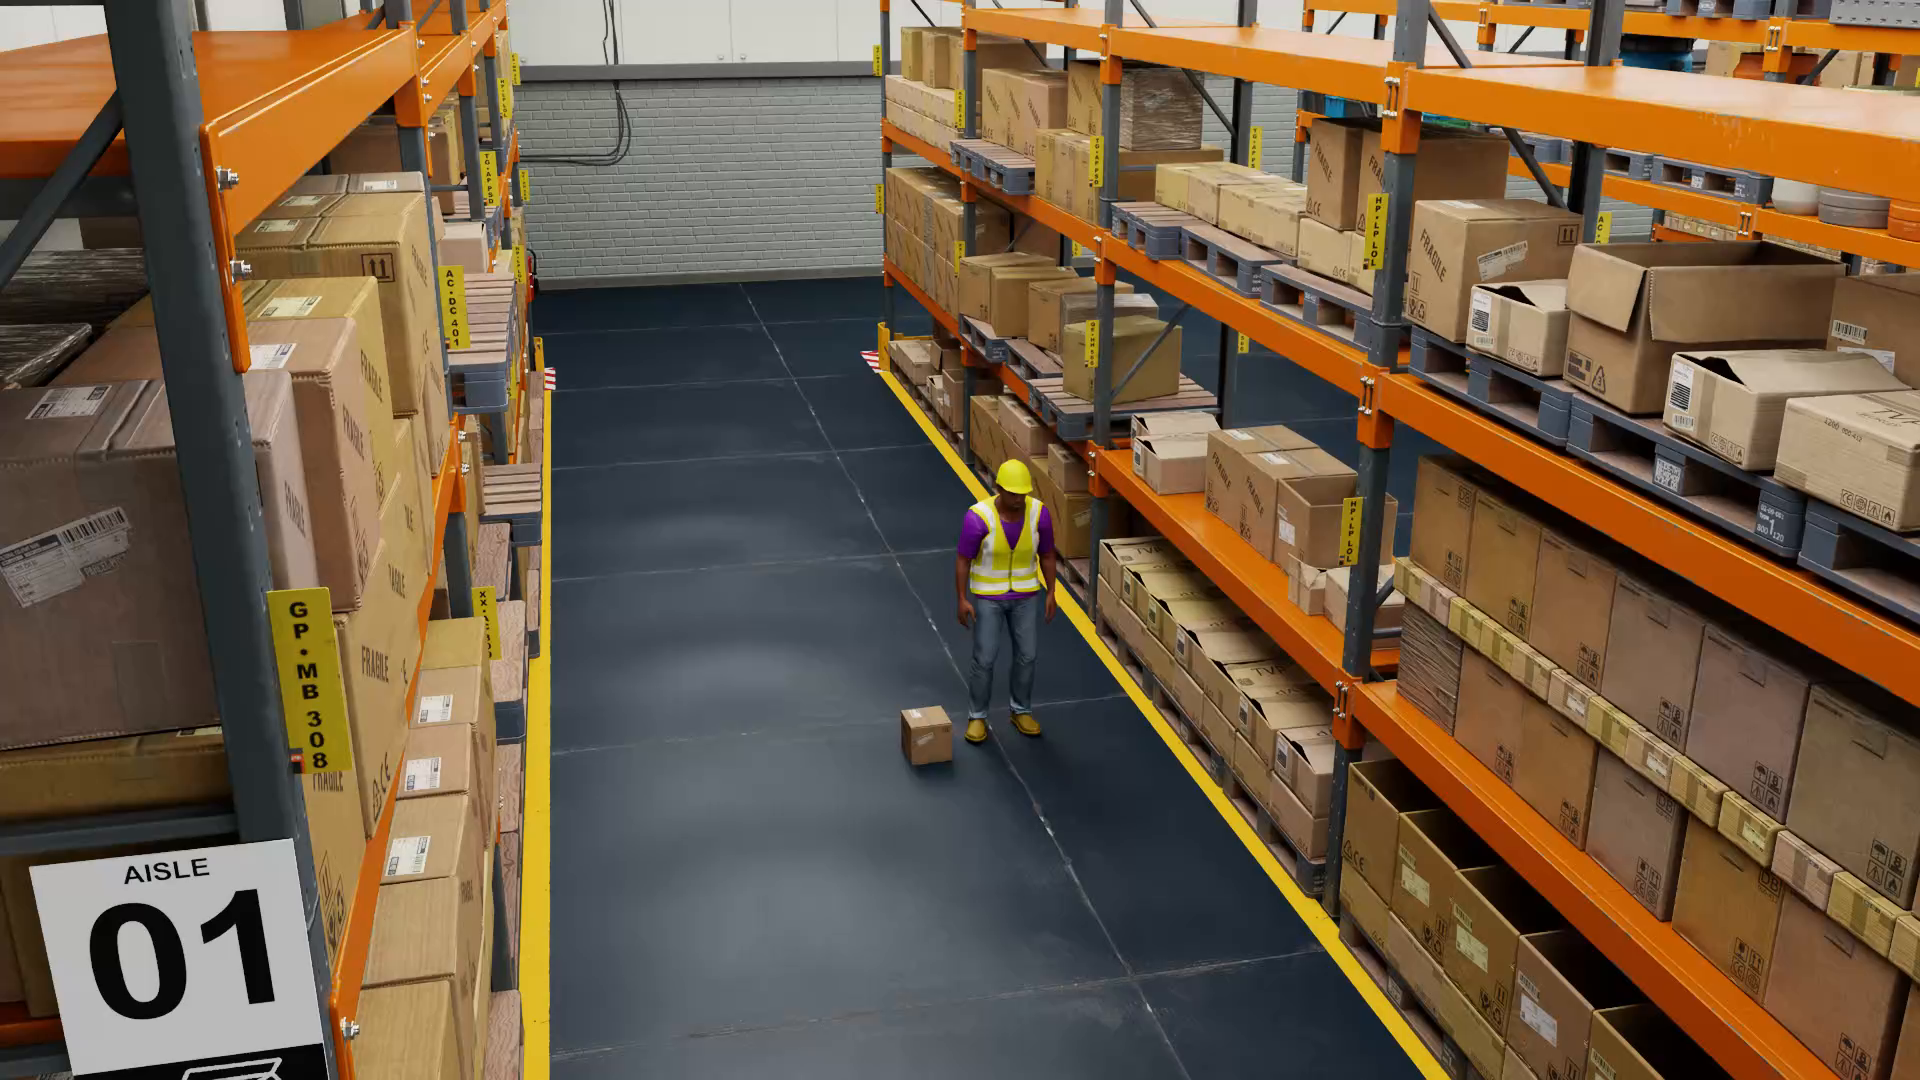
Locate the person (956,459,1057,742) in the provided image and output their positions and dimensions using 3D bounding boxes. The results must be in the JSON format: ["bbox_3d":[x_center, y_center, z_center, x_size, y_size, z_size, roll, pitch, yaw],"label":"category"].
[{"bbox_3d":[0.284,0.348,10.058,0.627,1.761,0.456,-4,20,-12],"label":"person"}]
